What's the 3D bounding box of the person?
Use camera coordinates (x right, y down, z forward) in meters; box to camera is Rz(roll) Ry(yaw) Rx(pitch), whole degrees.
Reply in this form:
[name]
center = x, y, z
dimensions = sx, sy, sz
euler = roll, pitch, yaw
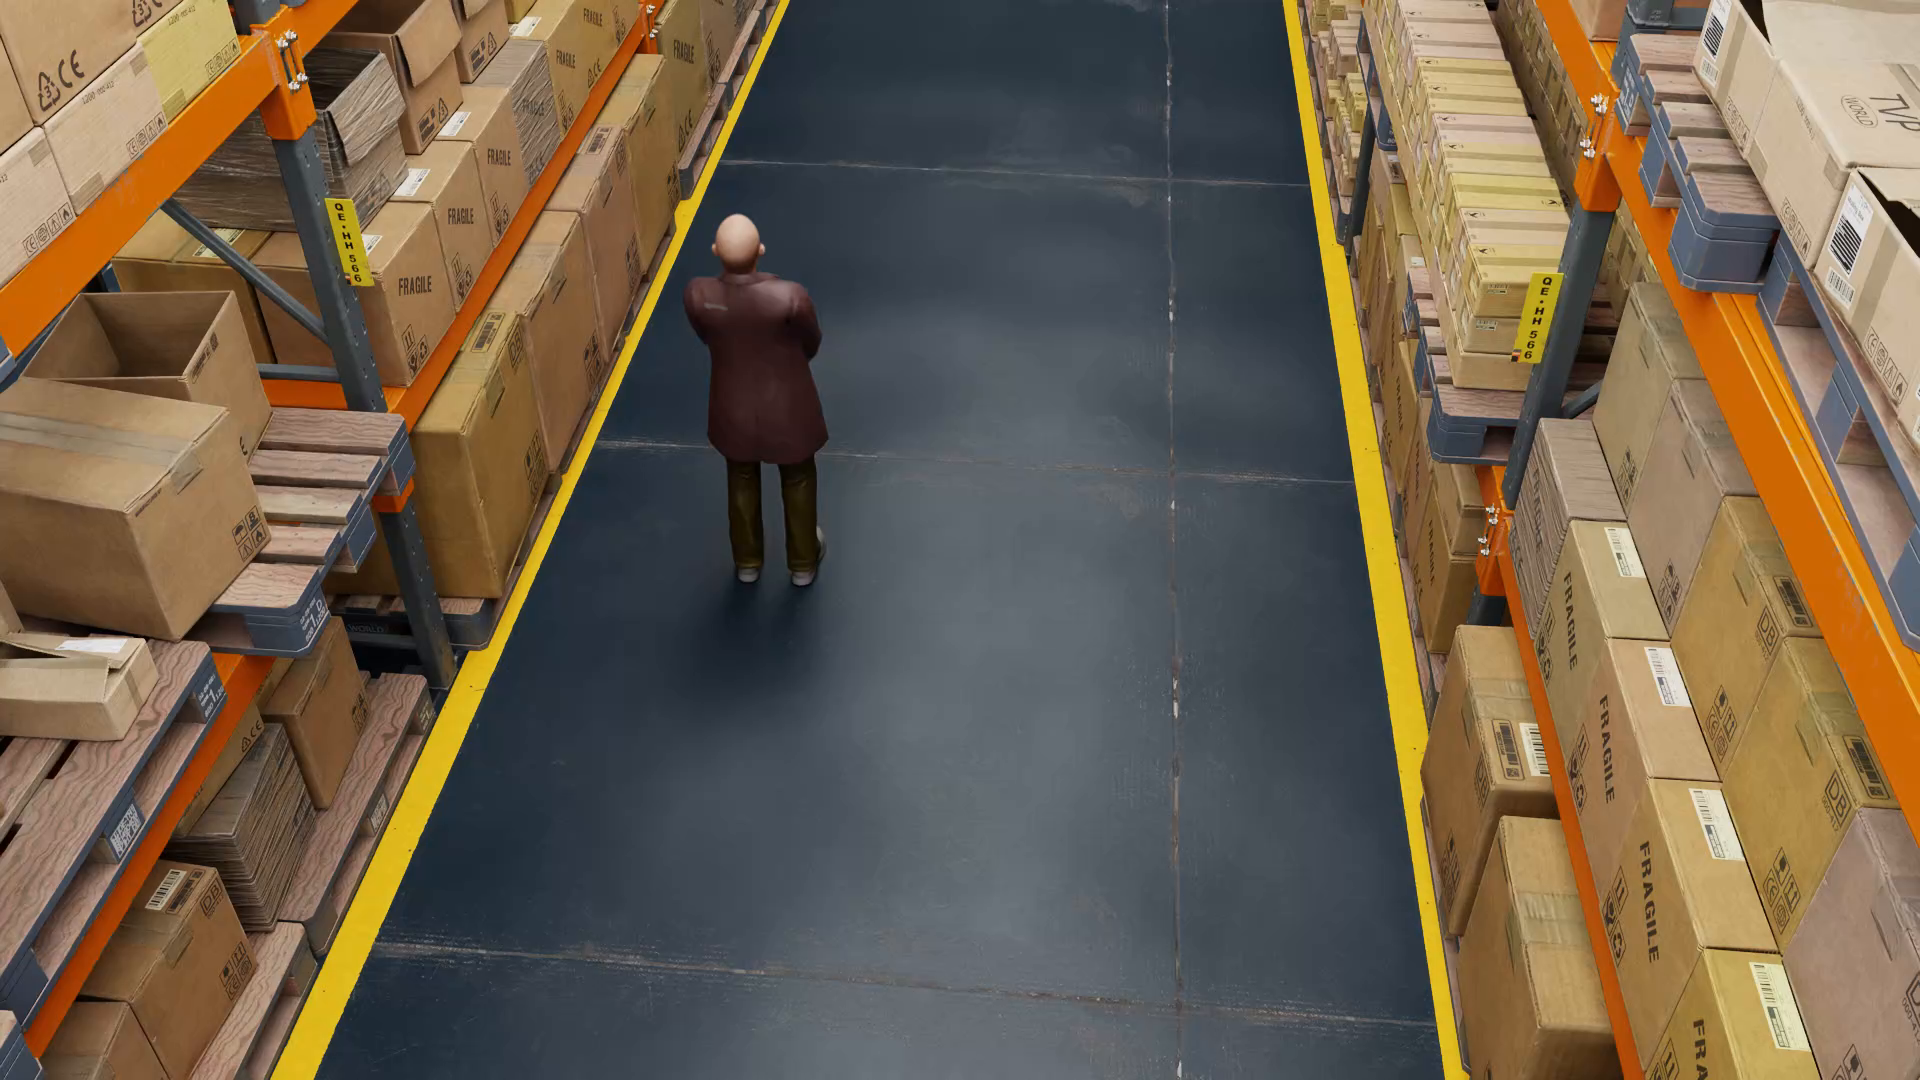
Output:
[person]
center = -0.808, -0.637, 6.944
dimensions = 0.529, 1.770, 0.563
euler = 4, 40, 5
